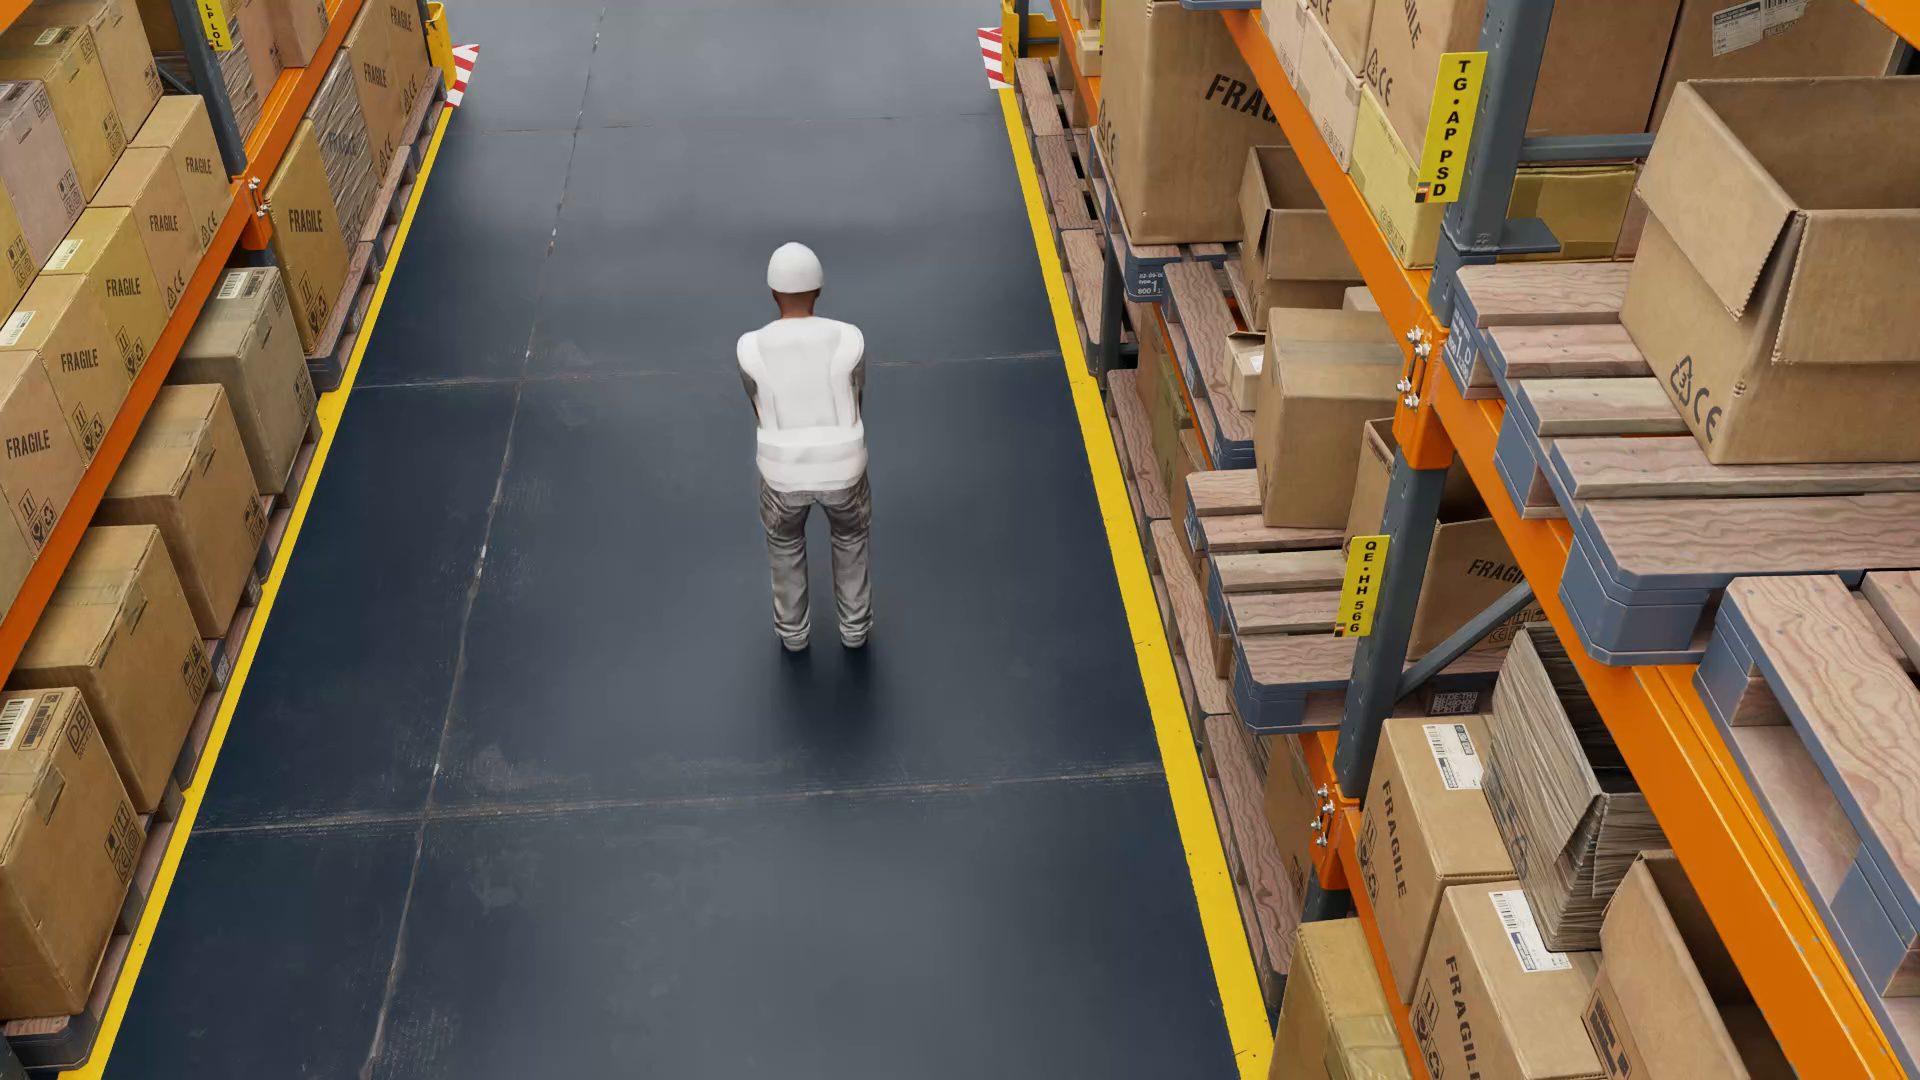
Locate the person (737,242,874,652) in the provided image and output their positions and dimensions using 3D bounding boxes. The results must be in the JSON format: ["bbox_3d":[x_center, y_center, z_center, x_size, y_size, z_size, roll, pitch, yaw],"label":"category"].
[{"bbox_3d":[-0.603,-0.347,6.601,0.488,1.744,0.612,-4,39,-5],"label":"person"}]
